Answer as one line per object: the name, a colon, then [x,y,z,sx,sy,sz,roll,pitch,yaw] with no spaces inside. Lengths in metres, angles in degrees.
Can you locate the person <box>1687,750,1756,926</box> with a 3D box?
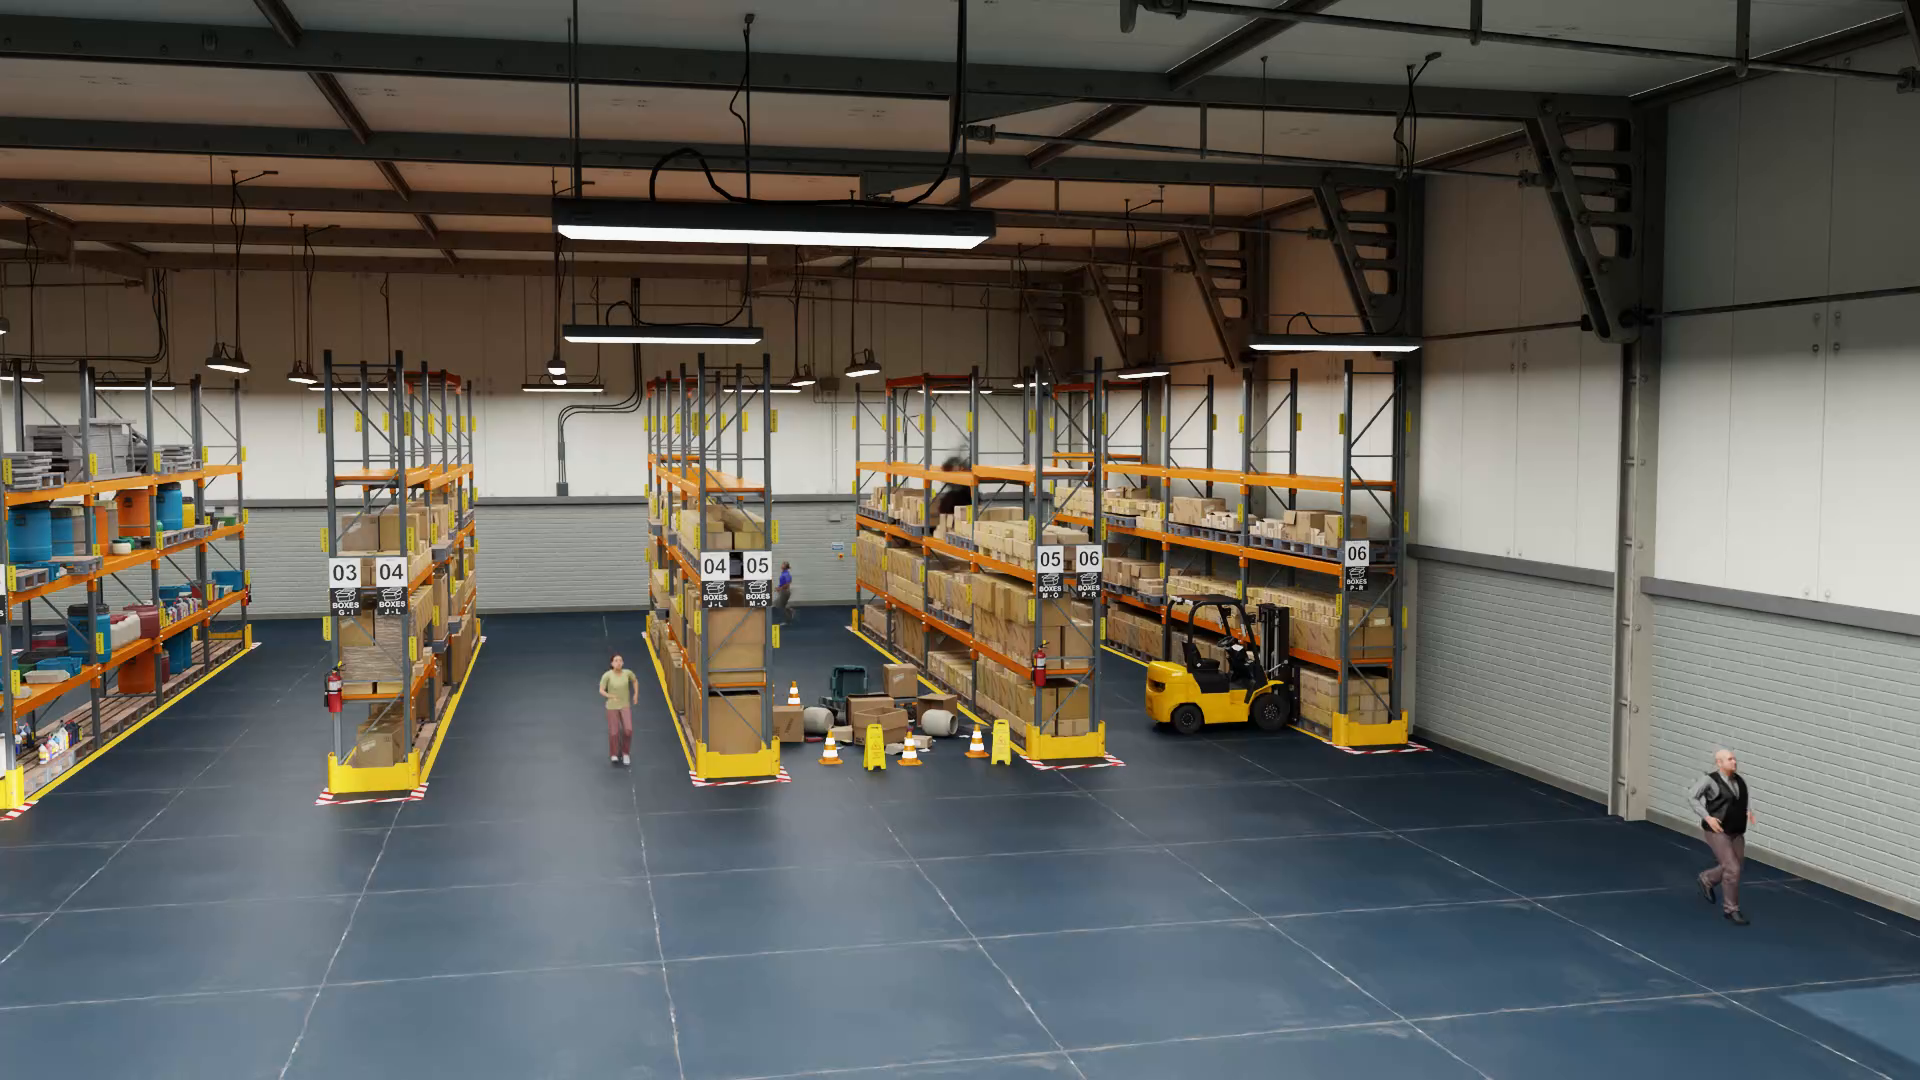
person: [7.734,2.974,16.888,0.669,1.716,0.767,-2,4,-21]

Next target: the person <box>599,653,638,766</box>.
person: [-4.985,2.485,24.354,0.605,1.678,0.647,-2,4,-22]

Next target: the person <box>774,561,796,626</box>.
person: [-4.349,1.330,41.337,0.561,1.612,0.586,-1,4,-10]
